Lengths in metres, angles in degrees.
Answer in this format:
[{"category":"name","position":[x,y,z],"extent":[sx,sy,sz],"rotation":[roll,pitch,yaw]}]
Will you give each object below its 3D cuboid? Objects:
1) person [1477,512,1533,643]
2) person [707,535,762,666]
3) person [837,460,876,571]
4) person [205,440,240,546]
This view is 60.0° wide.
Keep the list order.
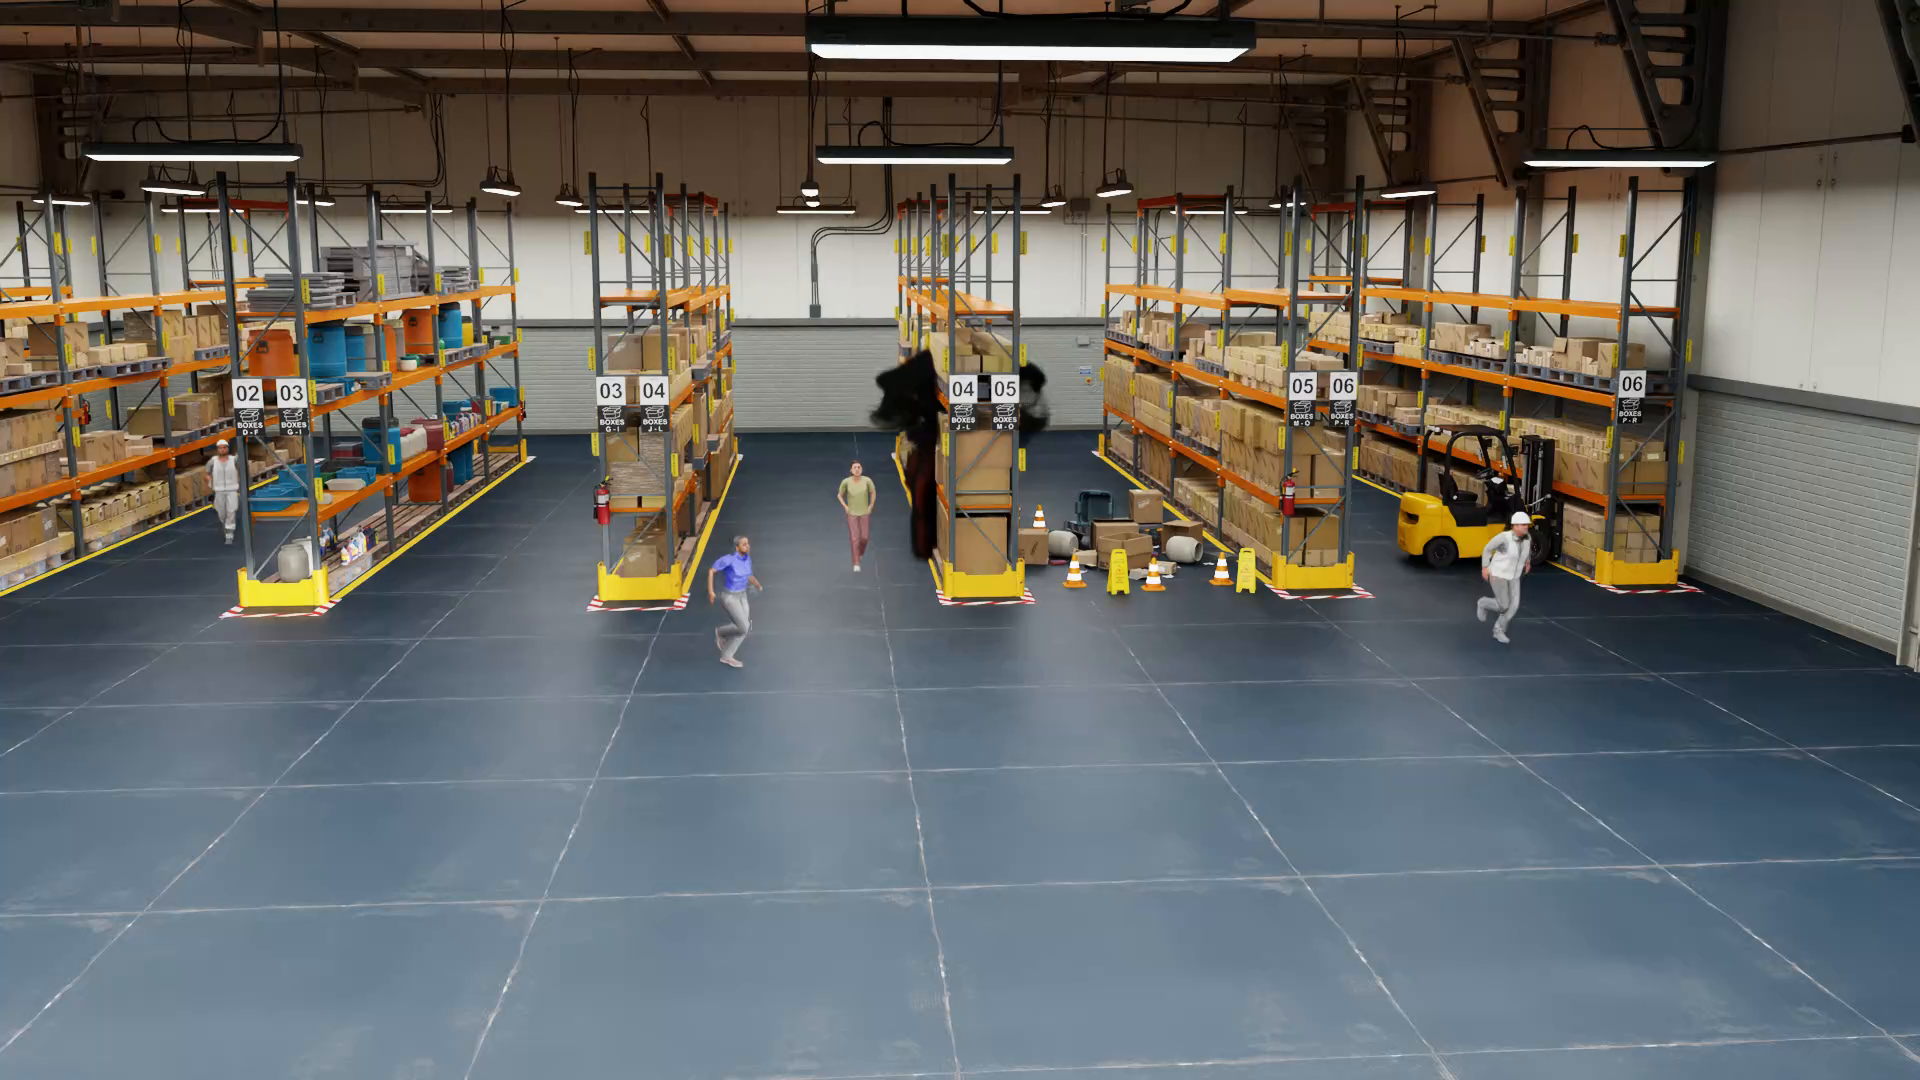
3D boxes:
[{"category":"person","position":[6.996,0.453,21.358],"extent":[0.653,1.711,0.803],"rotation":[-5,11,-26]},{"category":"person","position":[-2.669,0.737,19.991],"extent":[0.627,1.605,0.617],"rotation":[6,12,32]},{"category":"person","position":[-1.510,-0.369,24.415],"extent":[0.575,1.641,0.550],"rotation":[-2,10,-9]},{"category":"person","position":[-12.504,-0.830,28.352],"extent":[0.657,1.771,0.863],"rotation":[-4,11,-21]}]
